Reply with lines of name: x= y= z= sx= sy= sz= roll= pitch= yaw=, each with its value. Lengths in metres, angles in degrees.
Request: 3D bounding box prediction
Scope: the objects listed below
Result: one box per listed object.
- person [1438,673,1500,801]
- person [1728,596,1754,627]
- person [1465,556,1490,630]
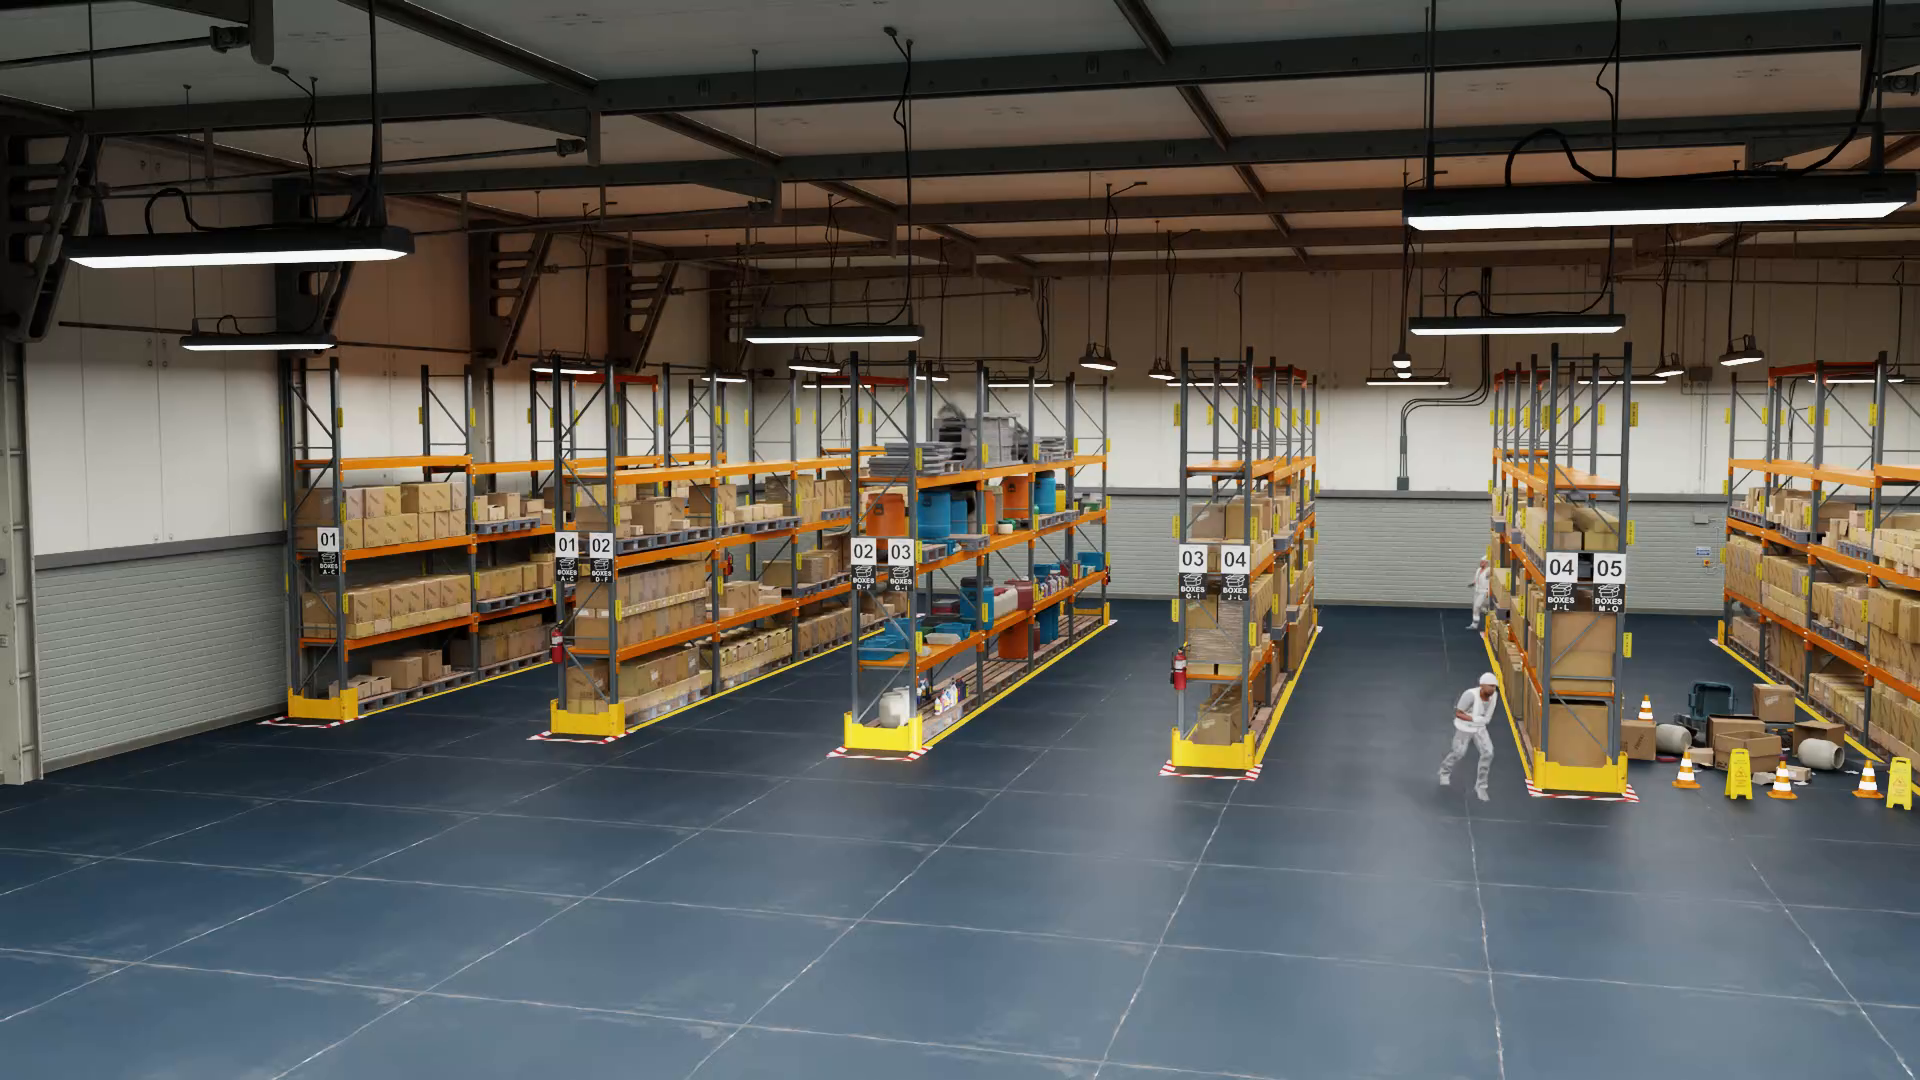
person: x=6.762 y=2.571 z=22.068 sx=0.729 sy=1.726 sz=1.035 roll=-2 pitch=5 yaw=-24
person: x=18.528 y=1.278 z=39.520 sx=0.772 sy=1.719 sz=0.546 roll=0 pitch=4 yaw=-6
person: x=12.343 y=1.252 z=39.100 sx=0.826 sy=1.756 sz=0.700 roll=-2 pitch=5 yaw=-21
